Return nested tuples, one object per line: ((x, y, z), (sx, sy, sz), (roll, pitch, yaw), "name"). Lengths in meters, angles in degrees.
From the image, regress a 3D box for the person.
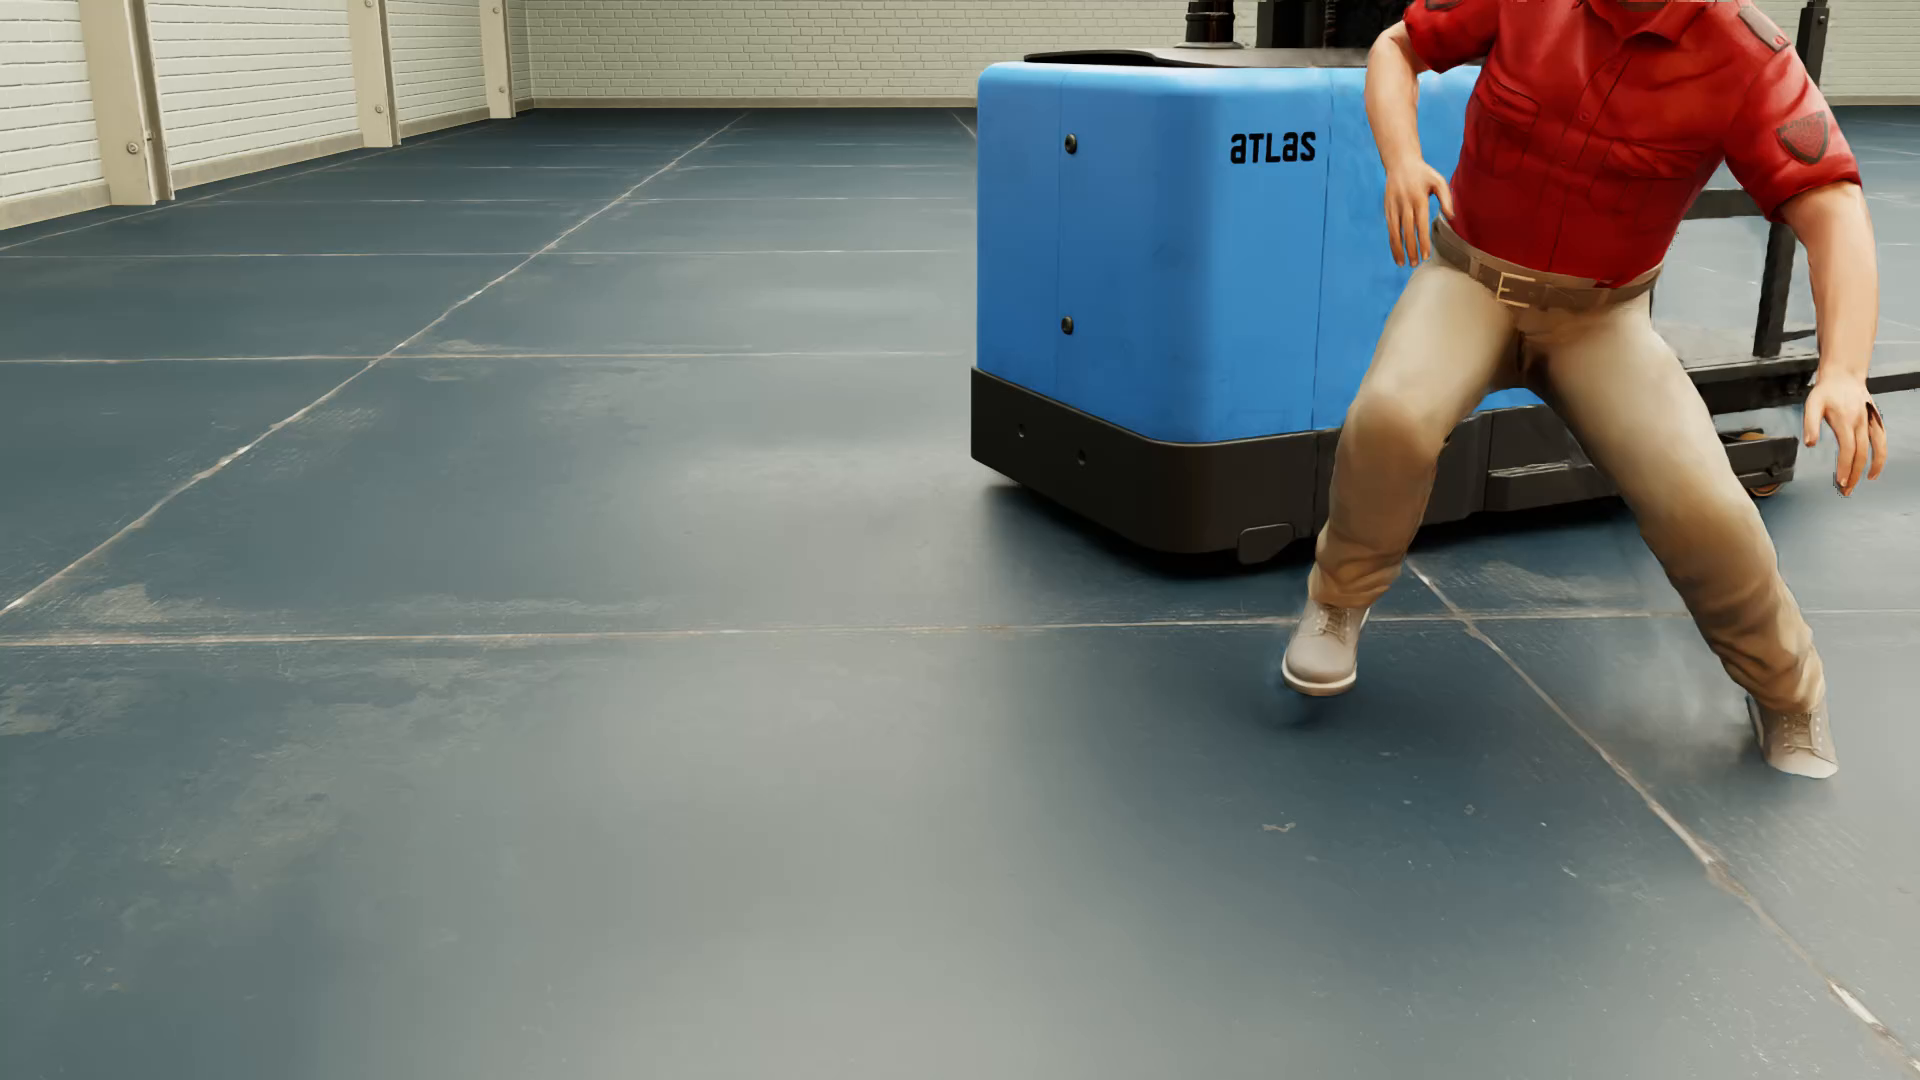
((1.008, -0.336, 2.630), (0.909, 1.523, 0.773), (7, 18, 22), "person")

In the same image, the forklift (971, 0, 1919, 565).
((1.588, -1.619, 4.199), (3.031, 2.935, 1.130), (-8, 19, -24), "forklift")
